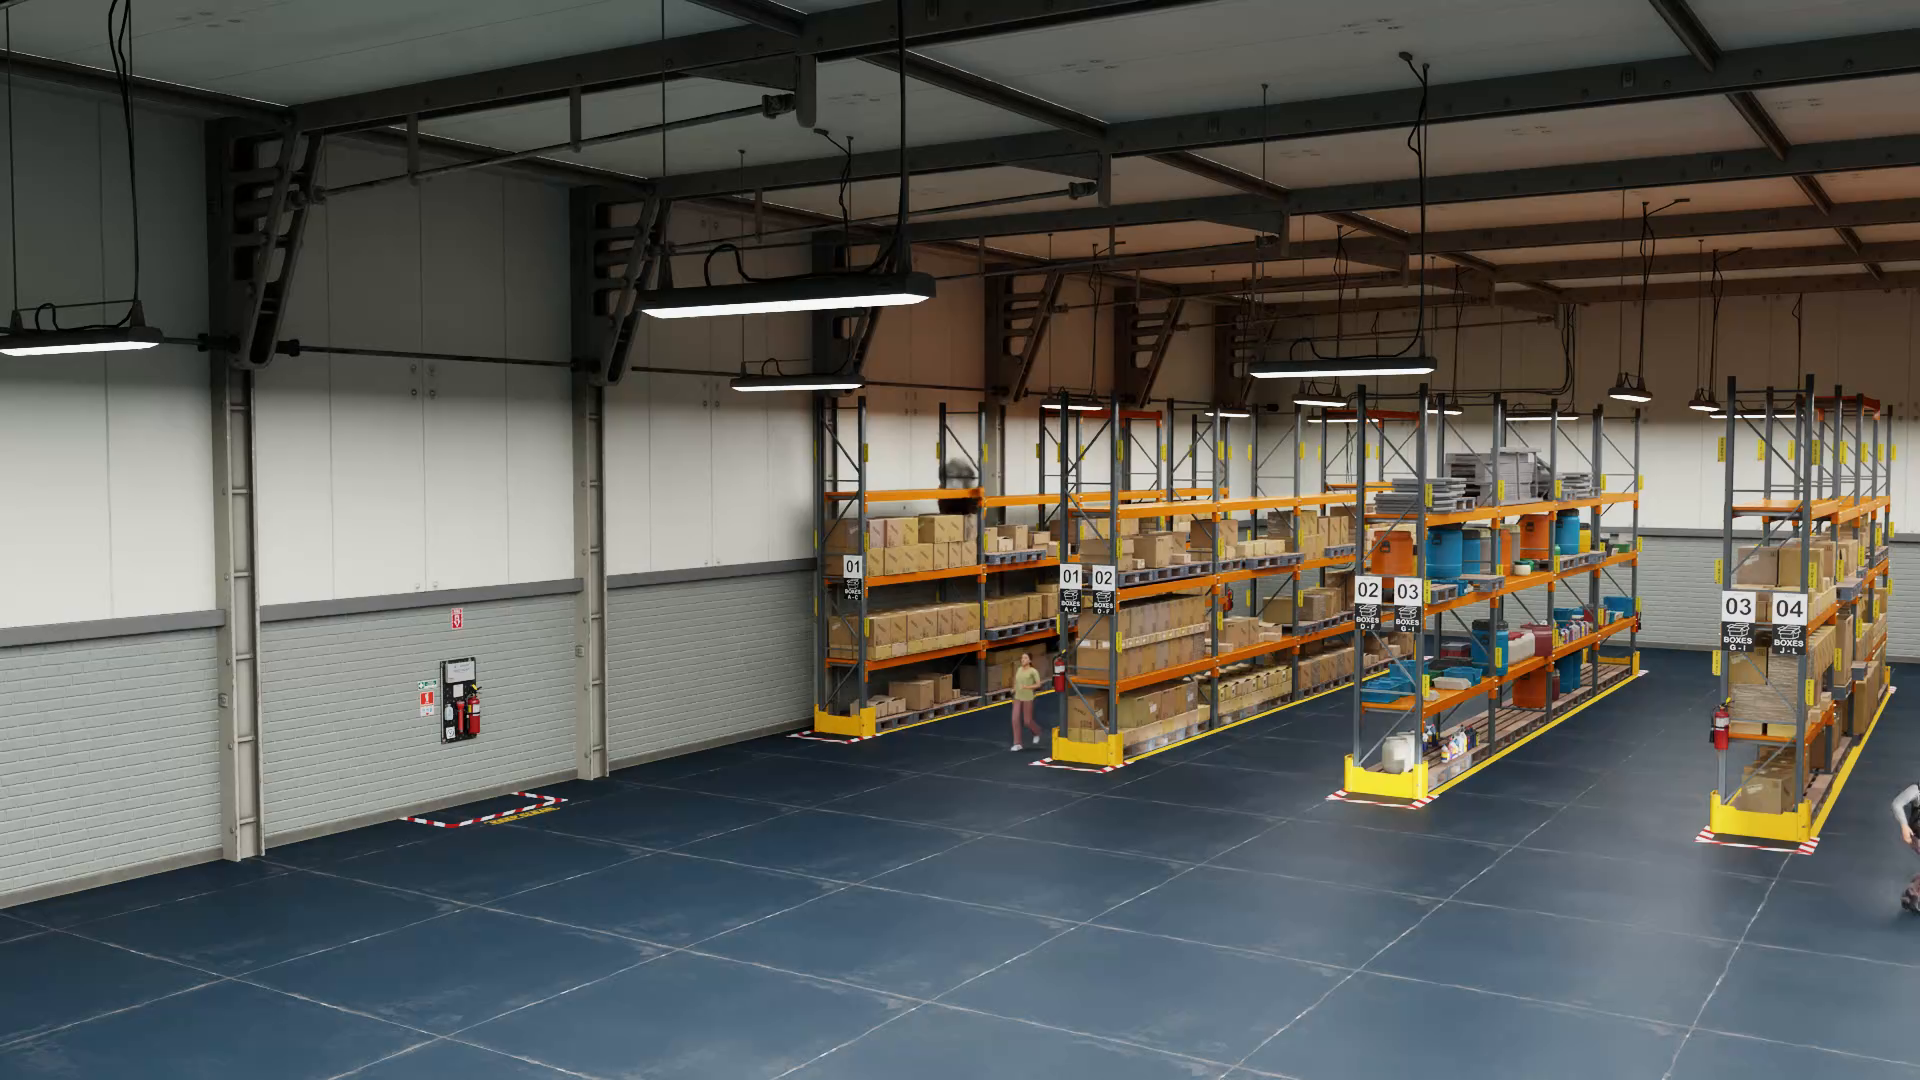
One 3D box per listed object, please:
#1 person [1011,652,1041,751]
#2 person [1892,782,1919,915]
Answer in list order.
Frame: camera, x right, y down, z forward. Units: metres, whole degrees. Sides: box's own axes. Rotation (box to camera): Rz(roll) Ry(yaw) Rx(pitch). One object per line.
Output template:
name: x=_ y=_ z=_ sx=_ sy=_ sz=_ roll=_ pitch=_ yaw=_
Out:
person: x=1.077 y=2.704 z=28.027 sx=0.588 sy=1.633 sz=0.825 roll=2 pitch=4 yaw=32
person: x=10.424 y=3.206 z=17.835 sx=0.630 sy=1.677 sz=0.733 roll=-1 pitch=3 yaw=-23
